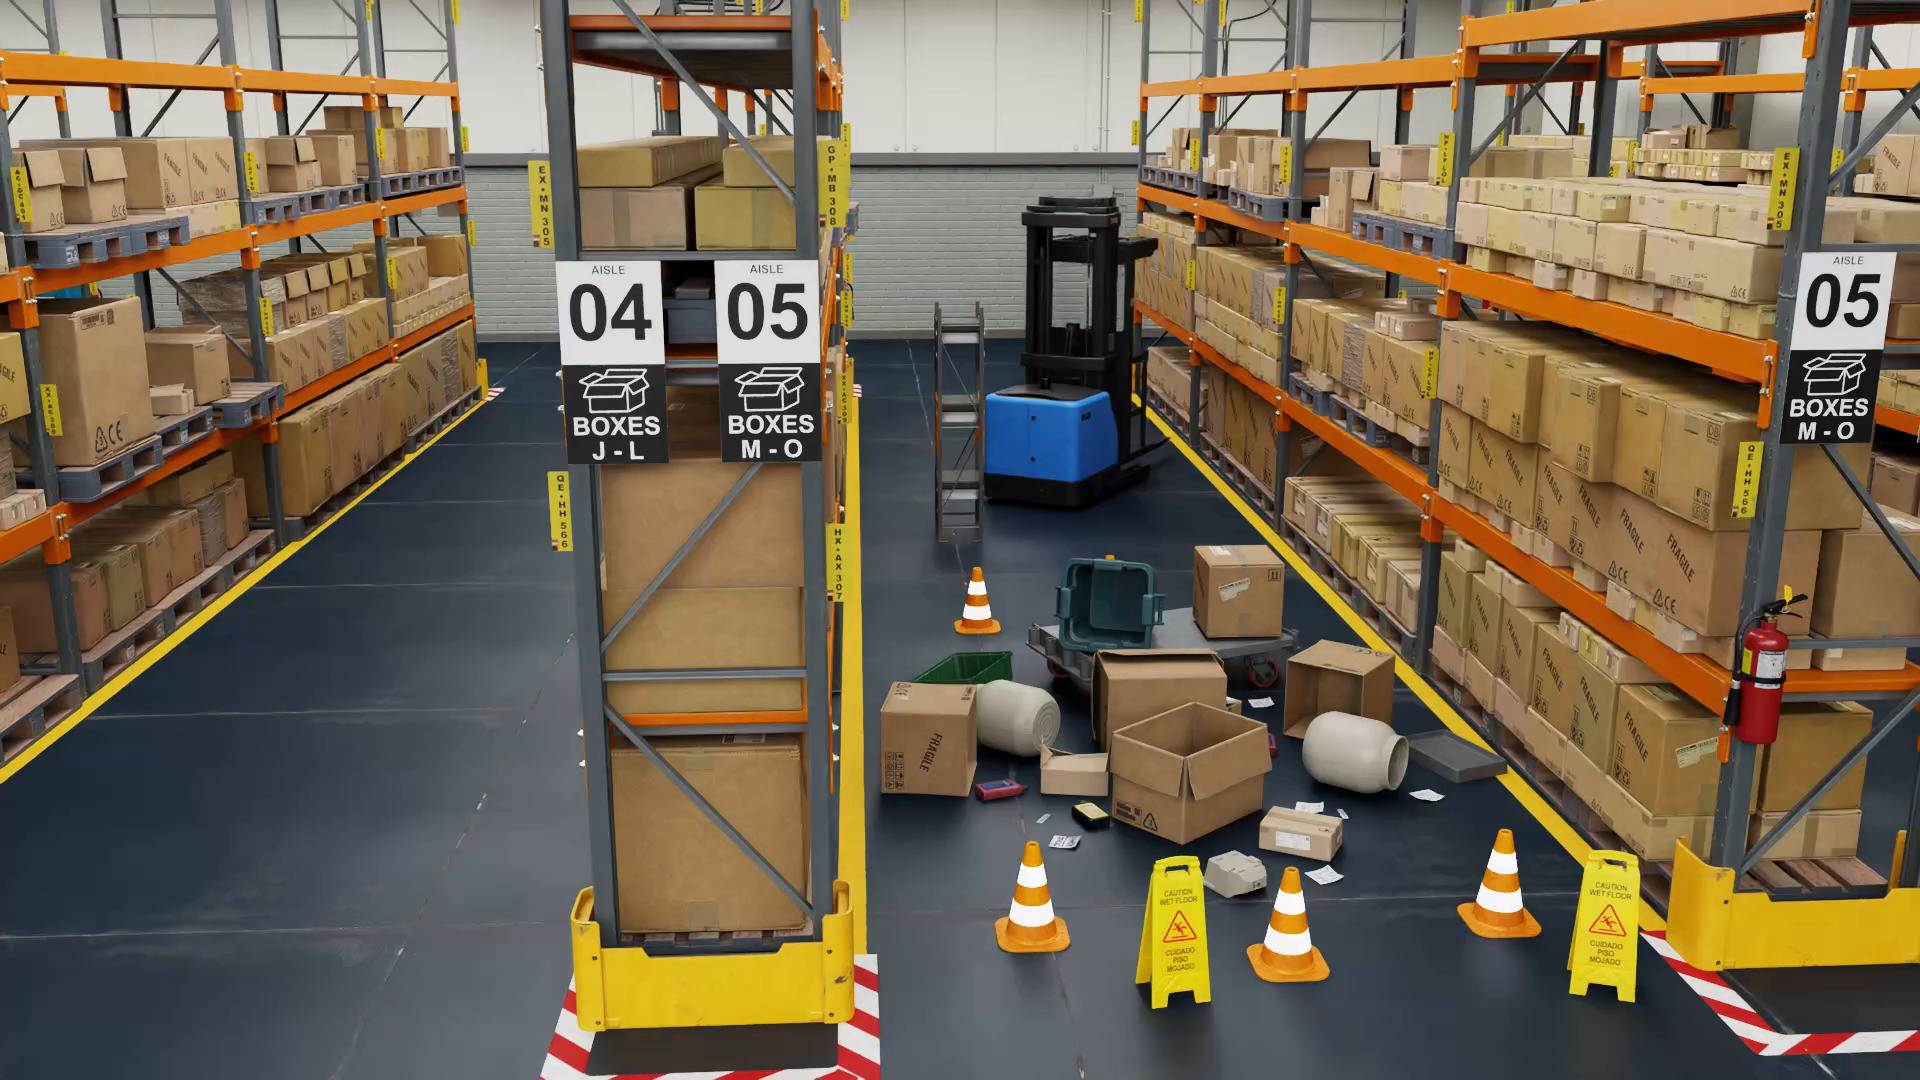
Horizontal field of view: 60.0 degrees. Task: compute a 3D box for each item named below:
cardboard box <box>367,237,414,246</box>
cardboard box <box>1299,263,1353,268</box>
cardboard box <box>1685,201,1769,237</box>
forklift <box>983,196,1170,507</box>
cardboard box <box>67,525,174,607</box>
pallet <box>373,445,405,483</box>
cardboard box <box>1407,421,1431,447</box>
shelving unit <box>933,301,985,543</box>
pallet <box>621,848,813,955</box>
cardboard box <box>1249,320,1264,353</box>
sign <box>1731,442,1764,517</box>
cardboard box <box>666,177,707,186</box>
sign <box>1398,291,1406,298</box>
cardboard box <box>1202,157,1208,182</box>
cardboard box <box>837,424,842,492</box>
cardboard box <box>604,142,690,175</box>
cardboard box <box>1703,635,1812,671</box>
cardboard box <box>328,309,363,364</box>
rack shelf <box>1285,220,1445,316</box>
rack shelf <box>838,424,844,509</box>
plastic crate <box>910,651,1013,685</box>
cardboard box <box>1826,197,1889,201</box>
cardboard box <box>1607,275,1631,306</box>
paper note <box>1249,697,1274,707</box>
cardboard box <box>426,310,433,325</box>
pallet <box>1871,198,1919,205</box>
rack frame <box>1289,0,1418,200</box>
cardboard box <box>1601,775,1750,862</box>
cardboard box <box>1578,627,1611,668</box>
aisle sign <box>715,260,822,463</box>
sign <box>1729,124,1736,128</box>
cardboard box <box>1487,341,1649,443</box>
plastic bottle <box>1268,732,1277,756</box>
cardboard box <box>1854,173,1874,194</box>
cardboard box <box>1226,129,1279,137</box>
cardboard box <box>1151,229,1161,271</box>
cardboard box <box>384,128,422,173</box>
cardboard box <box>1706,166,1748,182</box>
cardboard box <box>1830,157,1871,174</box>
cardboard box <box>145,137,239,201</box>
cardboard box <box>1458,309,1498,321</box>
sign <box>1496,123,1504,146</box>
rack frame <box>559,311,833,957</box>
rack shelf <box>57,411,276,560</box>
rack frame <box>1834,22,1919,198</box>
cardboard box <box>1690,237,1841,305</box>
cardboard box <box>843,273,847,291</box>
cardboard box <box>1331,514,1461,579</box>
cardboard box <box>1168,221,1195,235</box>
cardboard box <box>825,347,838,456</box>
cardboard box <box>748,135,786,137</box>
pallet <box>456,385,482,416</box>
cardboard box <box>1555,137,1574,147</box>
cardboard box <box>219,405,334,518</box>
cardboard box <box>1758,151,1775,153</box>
[{"bbox_3d":[-7.202,-3.557,21.031,0.500,0.500,0.500,-1,14,-5],"label":"cardboard box"},{"bbox_3d":[3.550,-2.445,16.303,0.500,0.500,0.500,0,14,-2],"label":"cardboard box"},{"bbox_3d":[3.561,-1.469,7.600,0.380,0.149,0.250,-1,14,-4],"label":"cardboard box"},{"bbox_3d":[1.353,-2.058,17.142,1.130,2.935,3.031,7,16,27],"label":"forklift"},{"bbox_3d":[-6.312,0.200,12.362,0.700,0.500,0.500,-2,15,-8],"label":"cardboard box"},{"bbox_3d":[-6.623,-0.835,17.847,1.003,0.211,1.213,-1,14,-3],"label":"pallet"},{"bbox_3d":[3.334,-0.745,11.562,0.380,0.149,0.250,-1,14,-3],"label":"cardboard box"},{"bbox_3d":[-0.010,-1.058,14.925,0.431,2.100,0.503,-1,14,-3],"label":"shelving unit"},{"bbox_3d":[-1.173,1.710,7.957,1.003,0.211,1.213,-1,14,-3],"label":"pallet"},{"bbox_3d":[3.074,-1.947,15.873,0.500,0.250,0.500,-1,14,-5],"label":"cardboard box"},{"bbox_3d":[3.334,-0.255,7.038,0.100,0.325,0.005,-1,14,-3],"label":"sign"},{"bbox_3d":[-1.385,-1.461,7.324,0.500,0.250,0.500,-1,14,-3],"label":"cardboard box"},{"bbox_3d":[3.934,-2.067,14.876,0.100,0.325,0.005,-1,14,-3],"label":"sign"},{"bbox_3d":[2.827,-3.990,17.921,0.396,0.266,0.258,-1,14,-4],"label":"cardboard box"},{"bbox_3d":[-1.057,-0.621,11.220,0.500,0.500,0.500,-1,14,-3],"label":"cardboard box"},{"bbox_3d":[-1.483,-1.807,7.869,0.380,0.149,0.250,-1,14,-4],"label":"cardboard box"},{"bbox_3d":[3.652,0.488,7.616,0.380,0.149,0.250,0,14,-2],"label":"cardboard box"},{"bbox_3d":[-6.381,-2.059,16.809,0.500,0.500,0.500,-1,14,-4],"label":"cardboard box"},{"bbox_3d":[3.517,-2.141,12.751,1.077,0.370,4.000,-1,14,-3],"label":"rack shelf"},{"bbox_3d":[-1.417,-0.587,12.730,1.077,0.370,4.000,-1,14,-3],"label":"rack shelf"},{"bbox_3d":[0.025,0.919,10.961,0.450,0.188,0.662,-4,11,28],"label":"plastic crate"},{"bbox_3d":[4.144,-1.542,7.885,0.380,0.149,0.250,-1,14,-4],"label":"cardboard box"},{"bbox_3d":[3.536,-1.279,8.461,0.380,0.149,0.250,-1,14,-5],"label":"cardboard box"},{"bbox_3d":[1.971,1.057,10.858,0.148,0.019,0.142,-1,14,-3],"label":"paper note"},{"bbox_3d":[-6.513,-2.655,19.830,0.380,0.149,0.250,-1,14,-3],"label":"cardboard box"},{"bbox_3d":[8.478,-2.805,14.269,1.213,0.211,1.003,0,14,-1],"label":"pallet"},{"bbox_3d":[3.393,-4.439,14.221,1.000,3.000,0.127,-1,14,-3],"label":"rack frame"},{"bbox_3d":[3.569,1.381,8.315,0.500,0.250,0.500,-1,14,-4],"label":"cardboard box"},{"bbox_3d":[3.477,0.559,8.705,0.380,0.149,0.250,-1,14,-3],"label":"cardboard box"},{"bbox_3d":[-0.742,-0.689,6.467,0.394,0.787,0.004,-1,14,-3],"label":"aisle sign"},{"bbox_3d":[8.653,-4.510,18.686,0.100,0.325,0.005,-1,14,-3],"label":"sign"},{"bbox_3d":[3.466,-0.850,9.508,0.700,0.500,0.500,-1,14,-5],"label":"cardboard box"},{"bbox_3d":[1.849,1.234,10.108,0.133,0.061,0.283,2,15,6],"label":"plastic bottle"},{"bbox_3d":[8.066,-3.111,14.505,0.380,0.166,0.250,-1,14,-4],"label":"cardboard box"},{"bbox_3d":[3.318,-4.431,18.965,0.500,0.500,0.500,-1,14,-2],"label":"cardboard box"},{"bbox_3d":[2.722,-3.676,21.087,0.500,0.500,0.500,-1,14,-4],"label":"cardboard box"},{"bbox_3d":[-6.774,-4.588,19.576,0.700,0.500,0.500,0,14,-1],"label":"cardboard box"},{"bbox_3d":[7.842,-3.727,16.932,0.380,0.149,0.250,-1,14,-2],"label":"cardboard box"},{"bbox_3d":[8.030,-3.410,15.143,0.380,0.149,0.250,0,14,-2],"label":"cardboard box"},{"bbox_3d":[-6.219,-3.009,13.479,0.500,0.500,0.500,-1,14,-2],"label":"cardboard box"},{"bbox_3d":[3.795,-1.640,12.439,0.380,0.149,0.250,0,14,0],"label":"cardboard box"},{"bbox_3d":[7.310,-5.469,22.487,0.100,0.325,0.005,-1,14,-3],"label":"sign"},{"bbox_3d":[-1.046,0.557,6.841,1.000,3.000,0.127,-1,14,-3],"label":"rack frame"},{"bbox_3d":[-6.374,-0.535,12.530,1.077,0.370,4.000,-1,14,-3],"label":"rack shelf"},{"bbox_3d":[8.347,-4.517,14.523,1.000,3.000,0.127,-1,14,-3],"label":"rack frame"},{"bbox_3d":[3.588,-1.192,7.322,0.500,0.250,0.500,-1,14,-4],"label":"cardboard box"},{"bbox_3d":[-1.601,-2.996,19.851,0.500,0.500,0.500,-1,14,-5],"label":"cardboard box"},{"bbox_3d":[3.513,0.048,13.251,0.950,0.372,0.625,0,14,-2],"label":"cardboard box"},{"bbox_3d":[2.762,-3.827,20.372,0.380,0.149,0.250,-1,14,-3],"label":"cardboard box"},{"bbox_3d":[-1.155,-0.806,9.671,0.875,0.550,0.550,-1,14,-3],"label":"cardboard box"},{"bbox_3d":[-1.875,-4.036,17.629,0.700,0.500,0.500,-1,14,-3],"label":"cardboard box"},{"bbox_3d":[-6.866,-1.822,21.686,1.003,0.211,1.213,-1,14,-3],"label":"pallet"},{"bbox_3d":[7.727,-4.875,20.635,0.500,0.250,0.500,0,14,-2],"label":"cardboard box"},{"bbox_3d":[-6.520,-0.727,15.255,1.225,0.875,0.875,-2,15,-6],"label":"cardboard box"},{"bbox_3d":[8.356,-3.878,16.921,0.380,0.149,0.250,-1,14,-2],"label":"cardboard box"}]
